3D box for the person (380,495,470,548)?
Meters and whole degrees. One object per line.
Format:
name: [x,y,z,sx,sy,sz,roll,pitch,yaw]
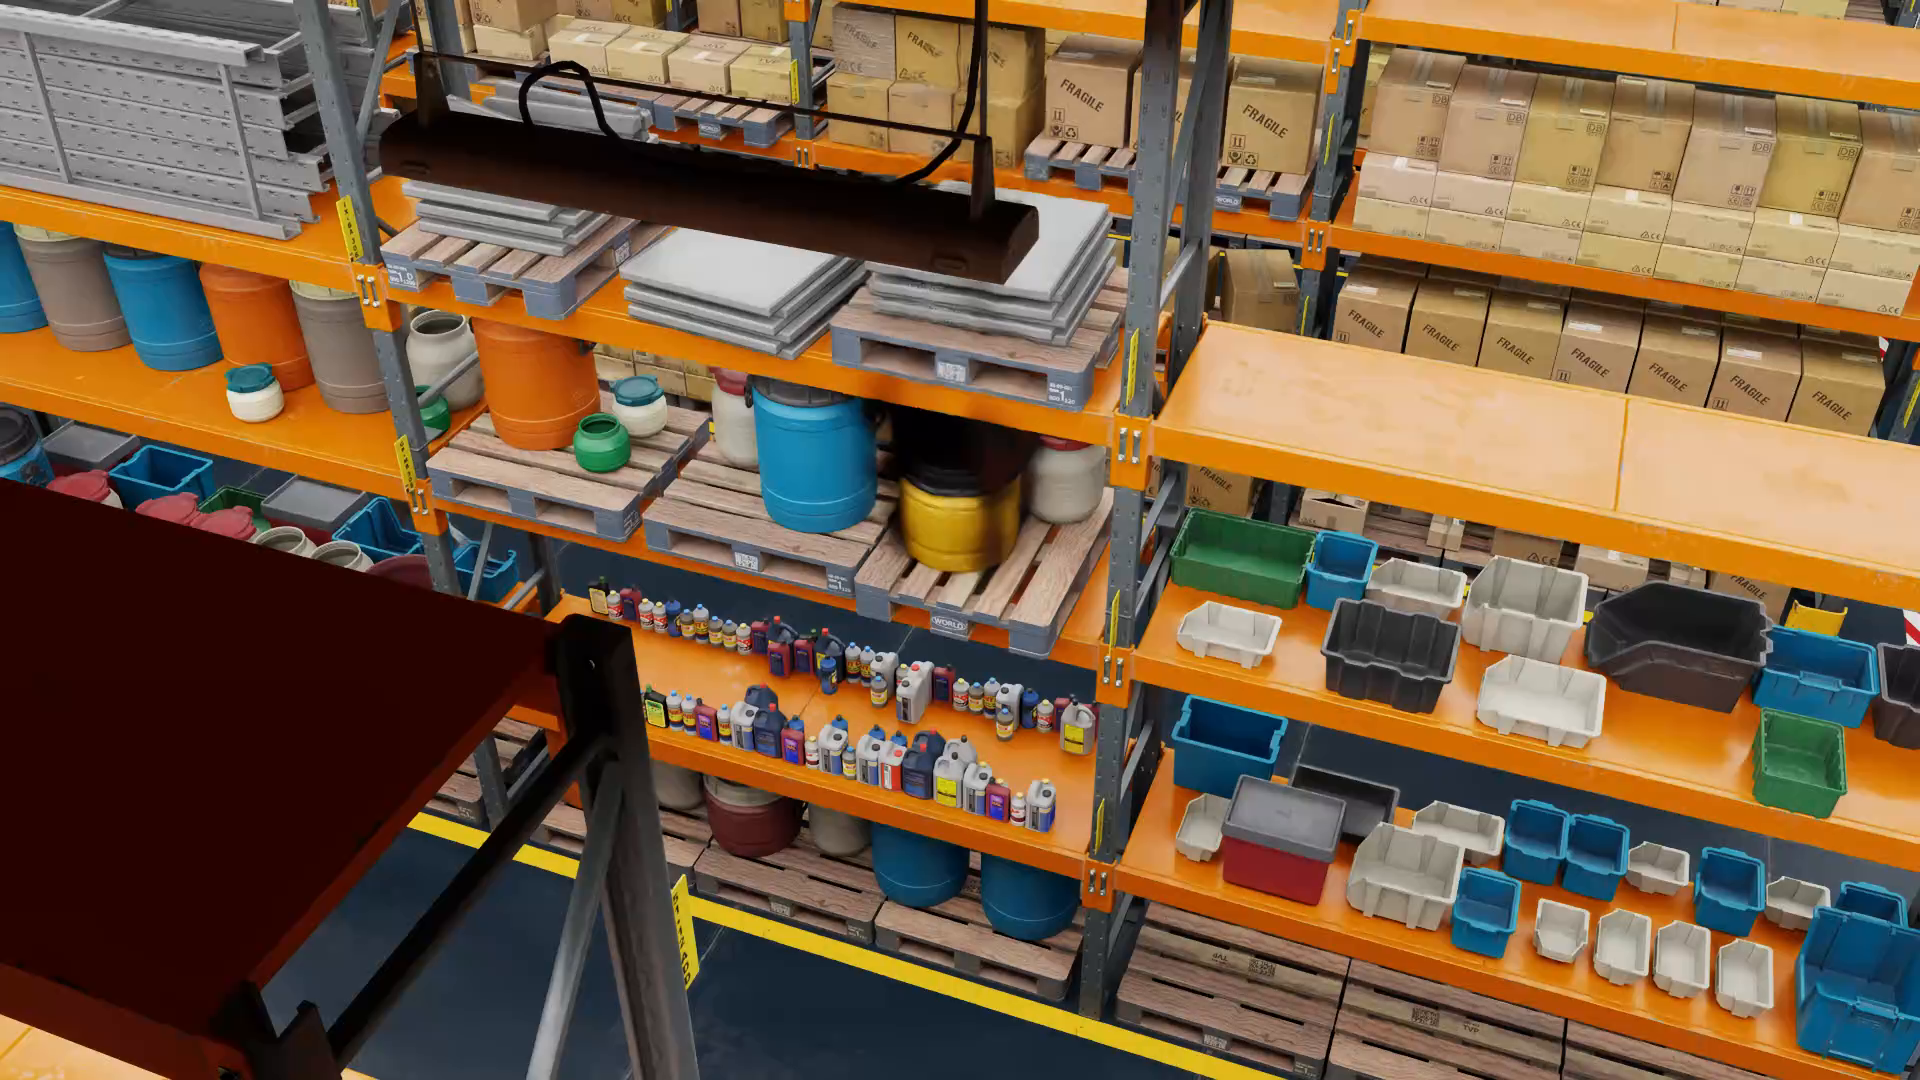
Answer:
person: [-4.179,-0.412,12.497,1.046,1.624,0.627,13,38,17]
